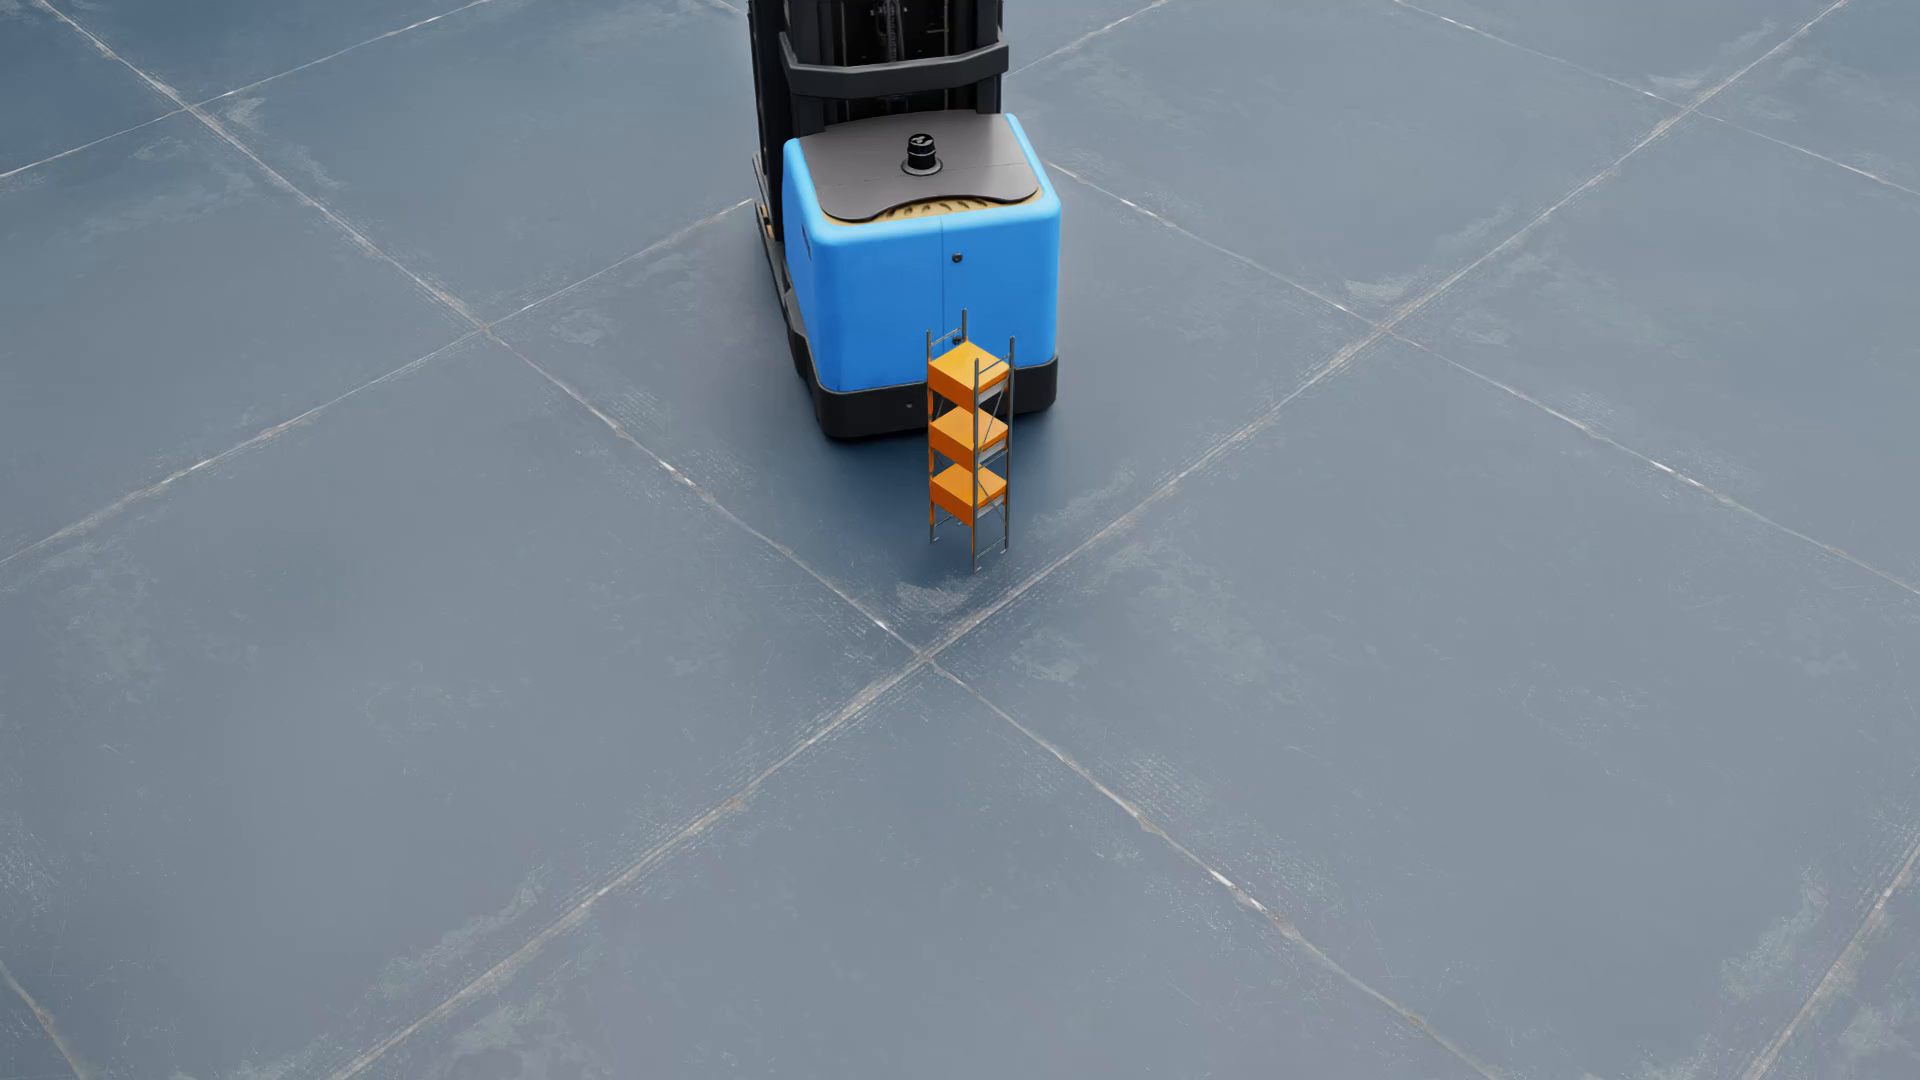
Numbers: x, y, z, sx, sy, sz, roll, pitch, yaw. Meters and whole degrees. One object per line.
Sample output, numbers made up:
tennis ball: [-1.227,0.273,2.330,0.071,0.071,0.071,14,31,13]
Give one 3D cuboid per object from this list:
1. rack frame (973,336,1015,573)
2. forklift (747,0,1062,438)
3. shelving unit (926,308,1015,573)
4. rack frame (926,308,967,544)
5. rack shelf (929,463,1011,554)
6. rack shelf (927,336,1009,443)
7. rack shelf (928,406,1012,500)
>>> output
rack frame: [0.124,-0.301,6.302,0.200,1.050,0.008,-34,53,-31]
forklift: [-0.409,-2.525,7.322,1.130,2.935,3.031,-9,43,-10]
shelving unit: [0.038,-0.360,6.366,0.215,1.050,0.252,-34,53,-31]
rack frame: [-0.048,-0.418,6.429,0.200,1.050,0.008,-34,53,-31]
rack shelf: [0.038,-0.148,6.562,0.215,0.259,0.240,-34,53,-31]
rack shelf: [0.038,-0.561,6.180,0.215,0.259,0.240,-34,53,-31]
rack shelf: [0.038,-0.352,6.373,0.215,0.259,0.240,-34,53,-31]
